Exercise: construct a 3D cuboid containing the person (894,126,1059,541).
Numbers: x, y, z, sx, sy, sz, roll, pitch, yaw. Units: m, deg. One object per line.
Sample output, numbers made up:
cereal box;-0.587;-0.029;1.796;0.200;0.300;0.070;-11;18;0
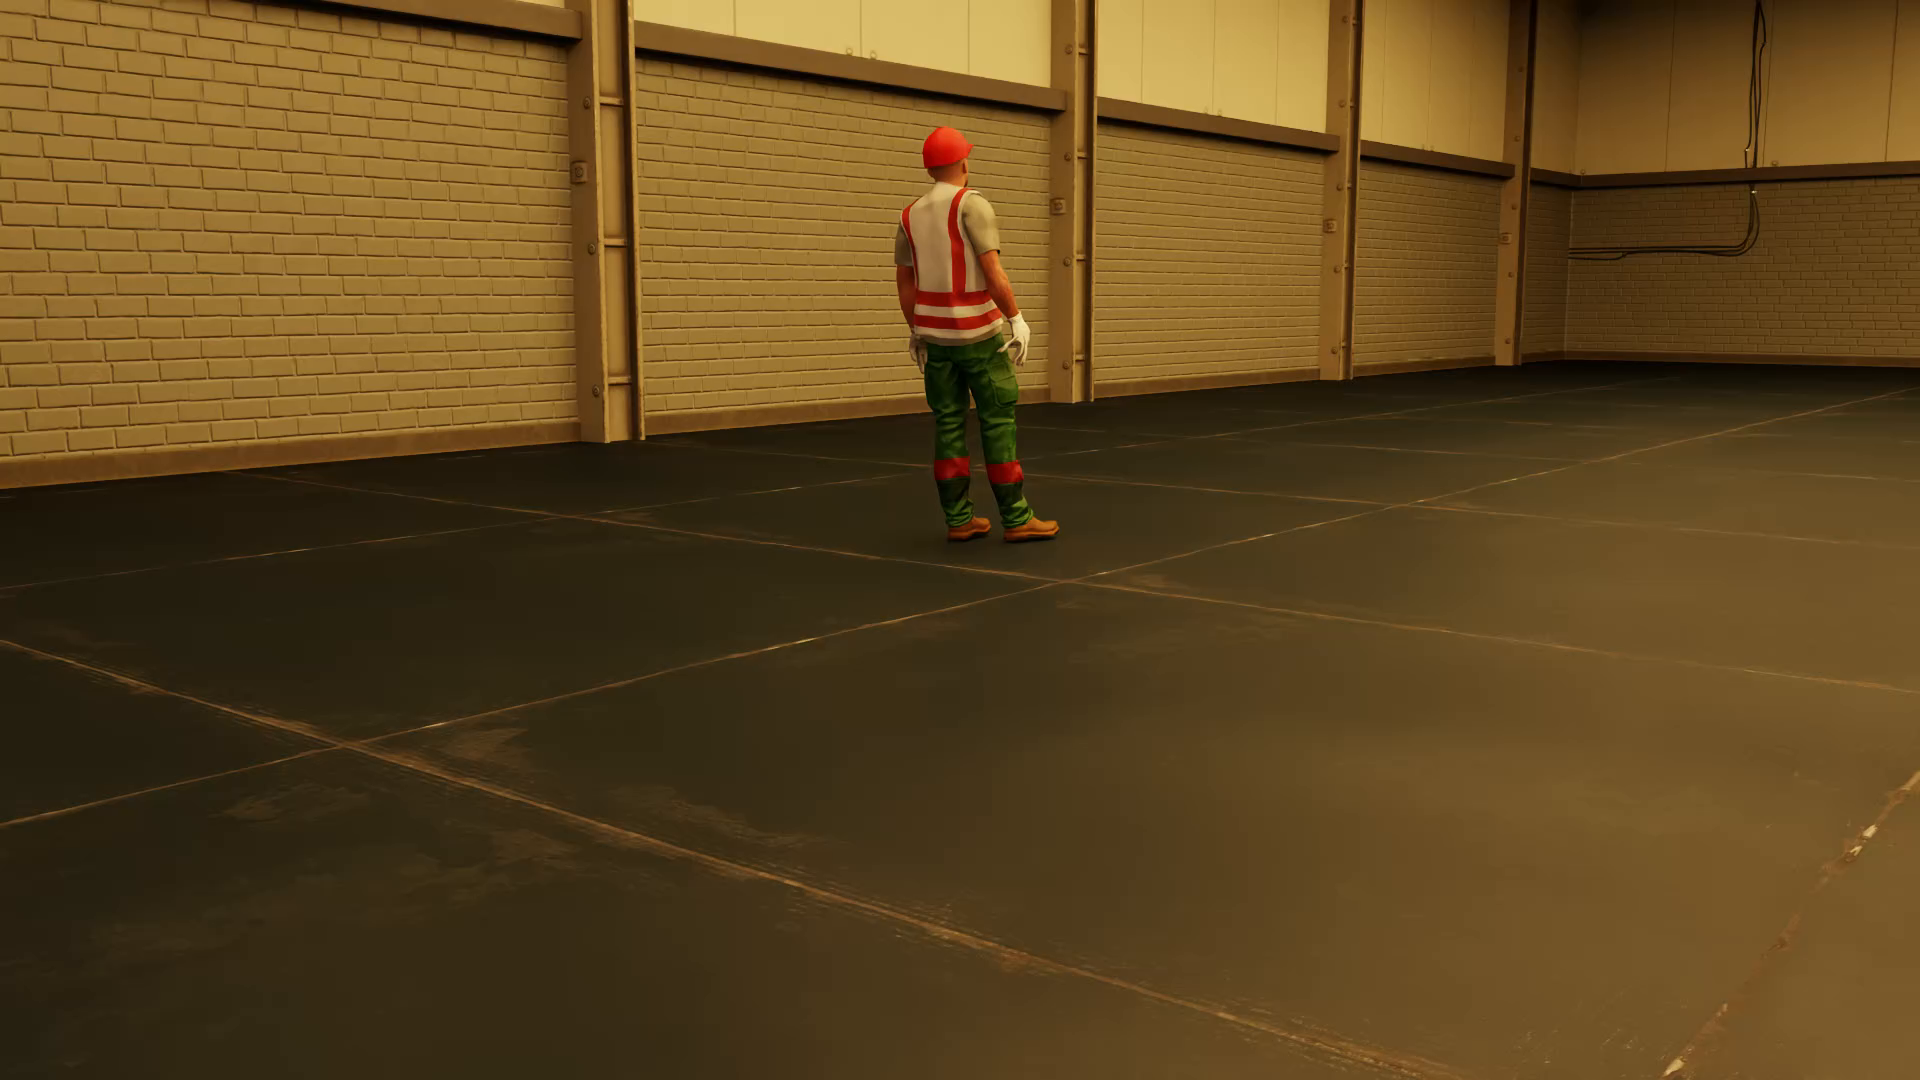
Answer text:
person;0.060;-0.900;7.328;0.637;1.787;0.564;7;11;38
